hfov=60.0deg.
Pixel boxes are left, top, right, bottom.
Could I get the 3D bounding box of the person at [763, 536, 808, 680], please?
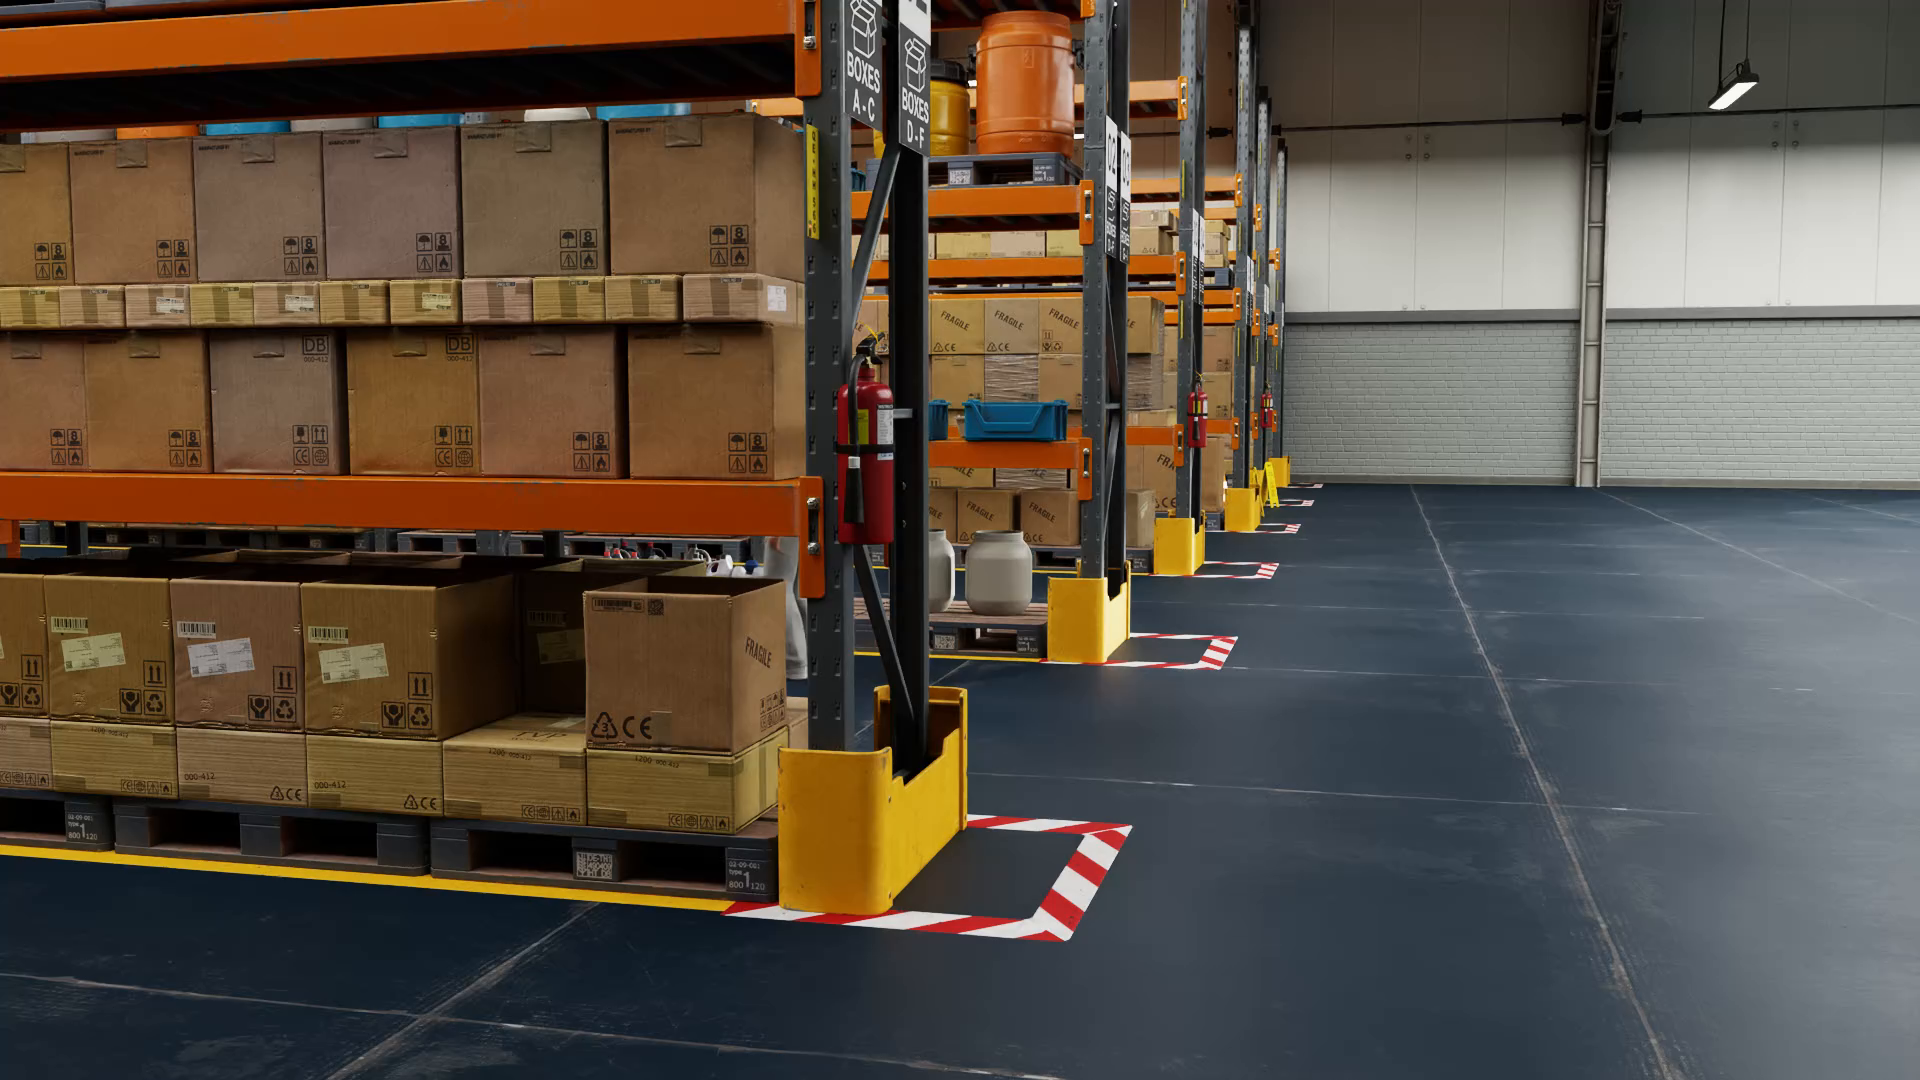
[{"bbox_3d":[-0.929,-0.045,9.253,0.373,1.686,0.438,1,5,15],"label":"person"}]
